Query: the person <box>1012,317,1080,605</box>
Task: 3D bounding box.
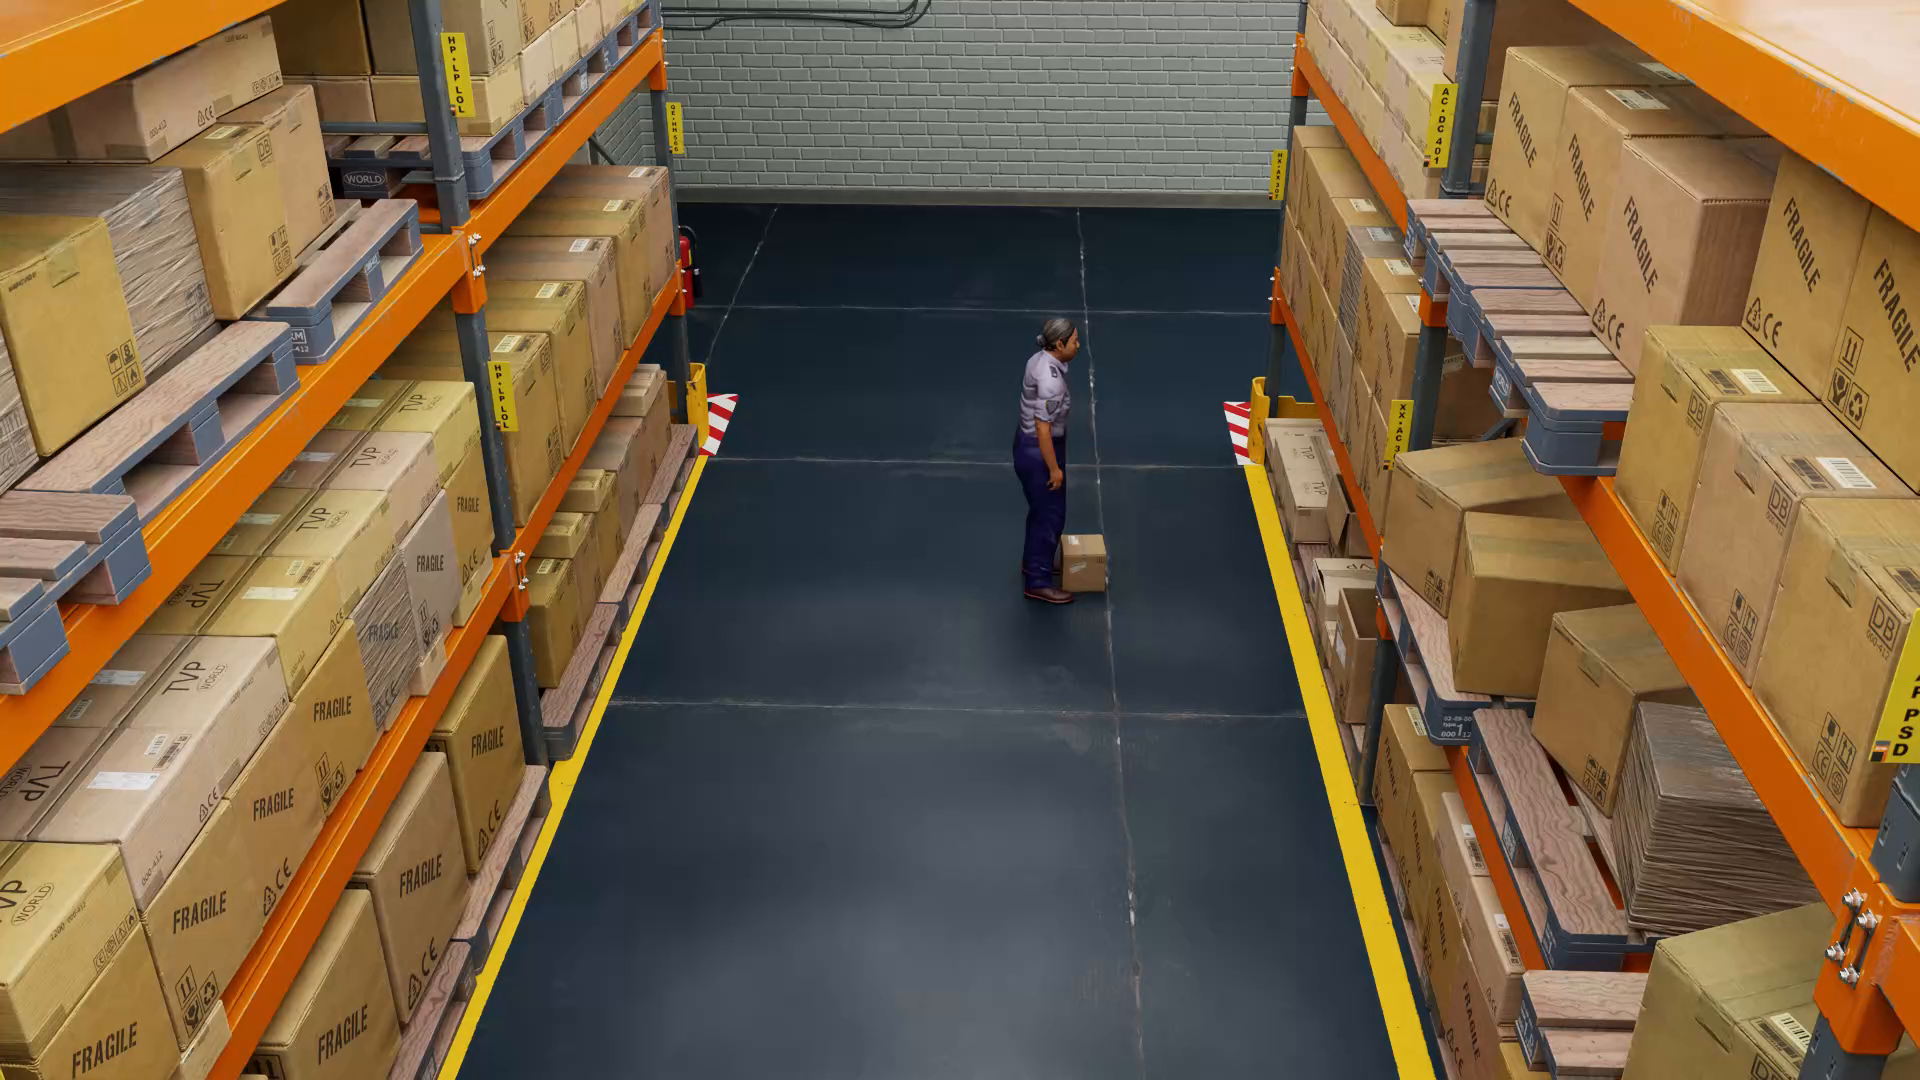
[{"bbox_3d":[0.488,-0.480,9.527,0.367,1.651,0.564,-1,28,-1],"label":"person"}]
